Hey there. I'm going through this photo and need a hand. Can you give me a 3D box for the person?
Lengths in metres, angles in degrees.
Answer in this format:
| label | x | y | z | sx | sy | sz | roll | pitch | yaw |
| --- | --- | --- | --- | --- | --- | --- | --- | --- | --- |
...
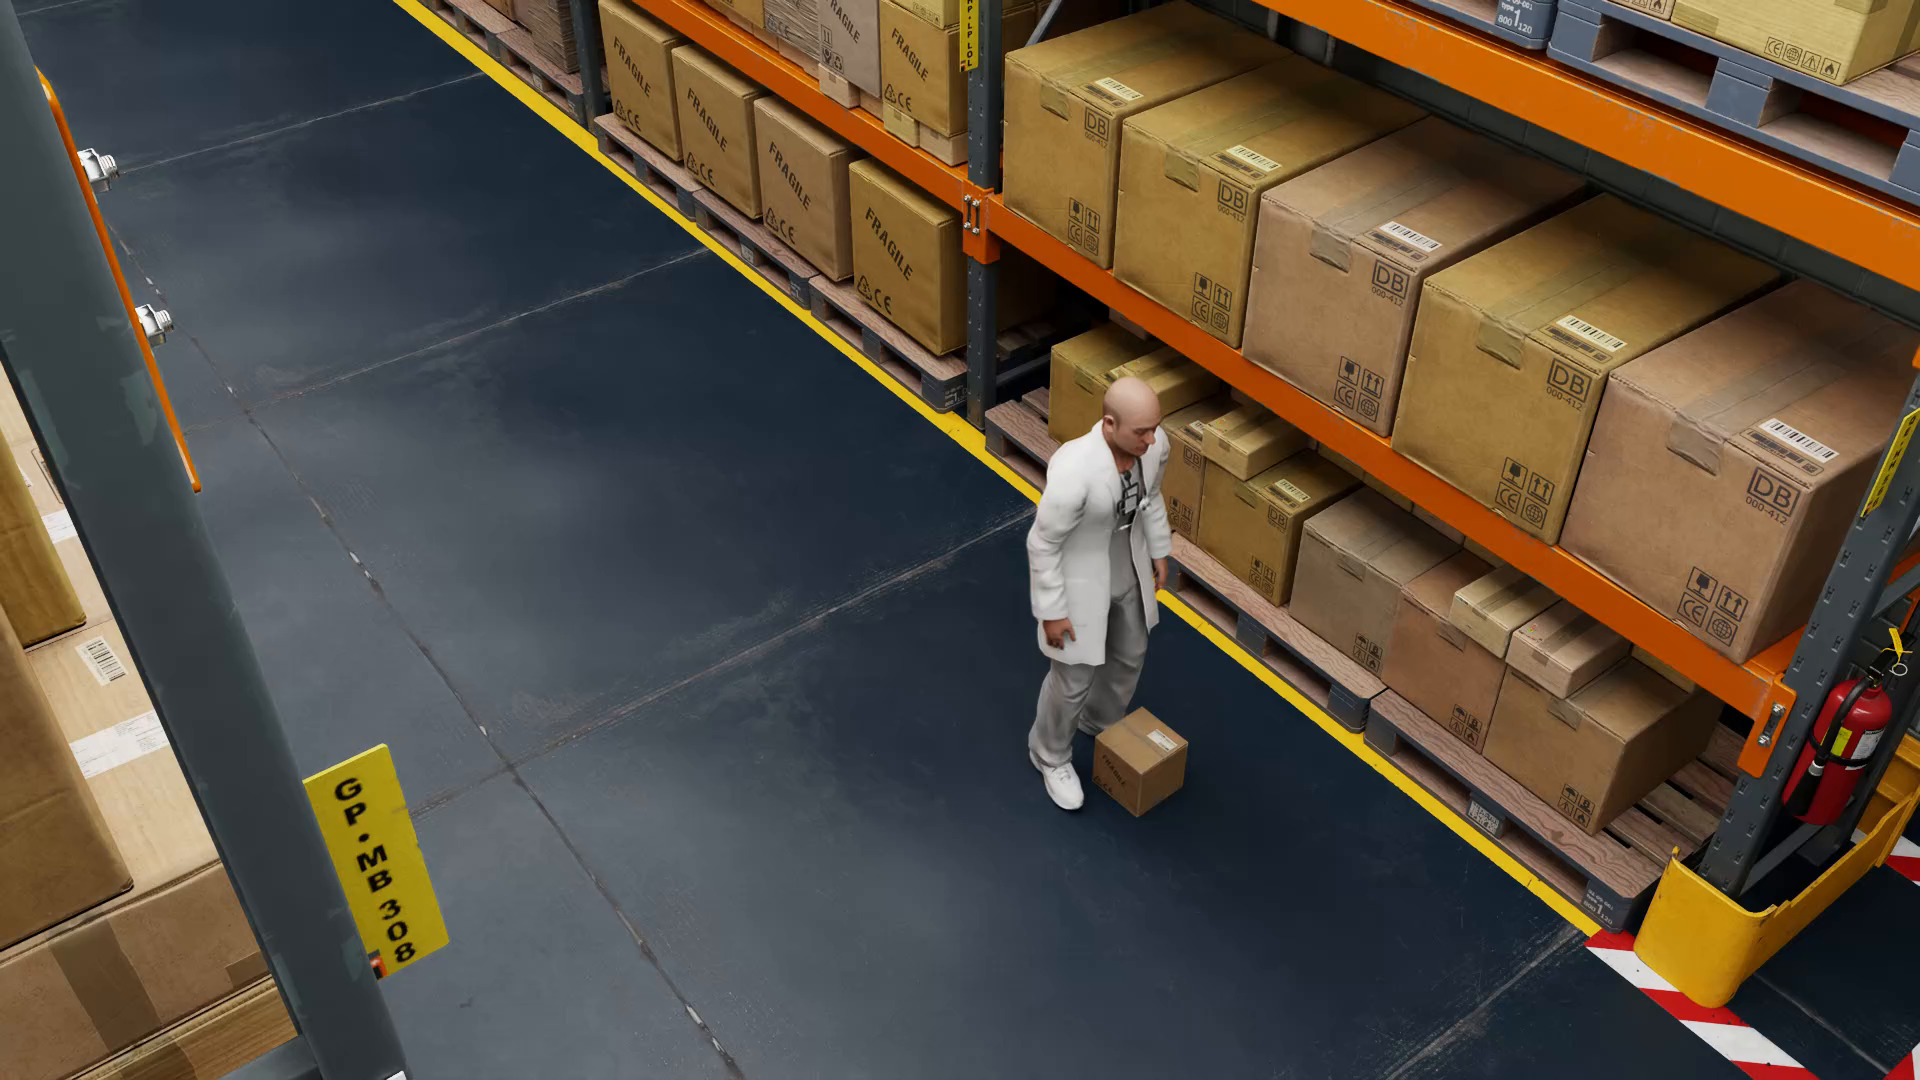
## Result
| label | x | y | z | sx | sy | sz | roll | pitch | yaw |
| --- | --- | --- | --- | --- | --- | --- | --- | --- | --- |
| person | 0.511 | 0.152 | 5.985 | 0.652 | 1.774 | 0.419 | -28 | 47 | -29 |
